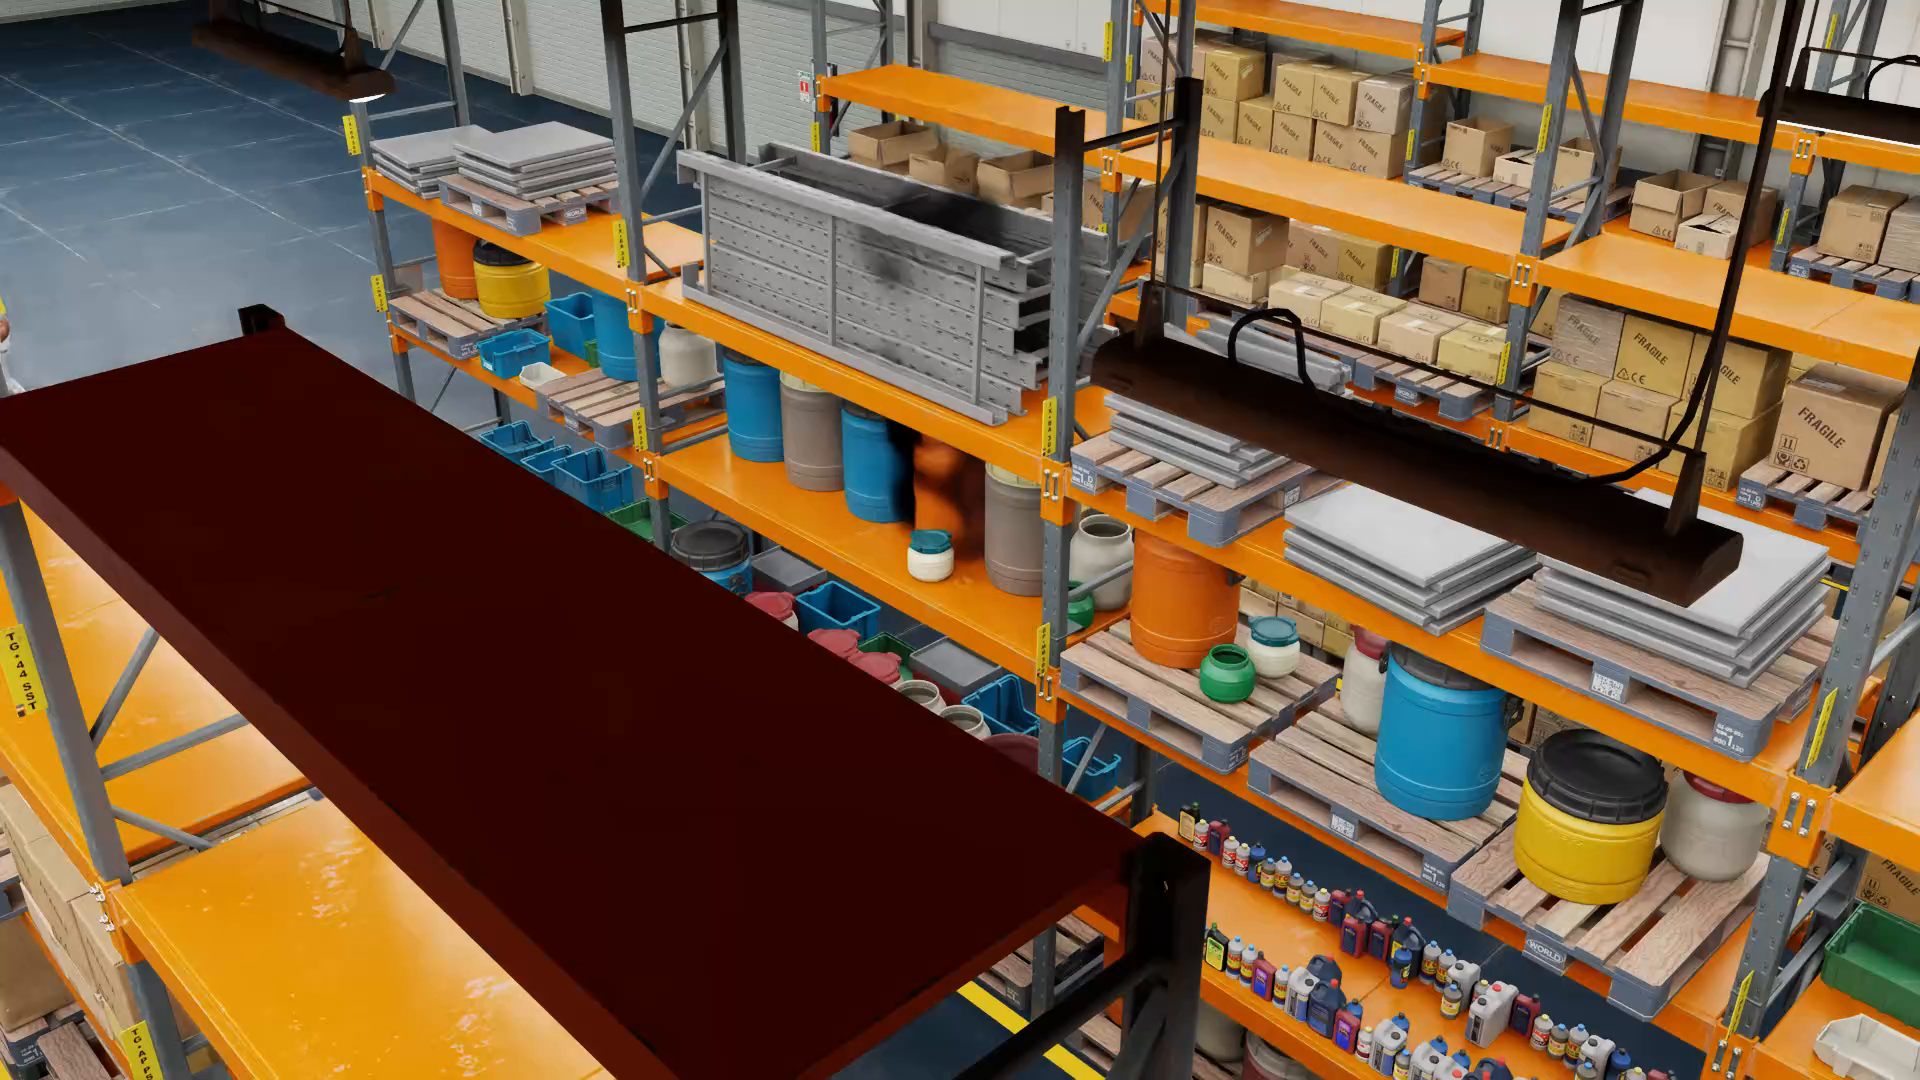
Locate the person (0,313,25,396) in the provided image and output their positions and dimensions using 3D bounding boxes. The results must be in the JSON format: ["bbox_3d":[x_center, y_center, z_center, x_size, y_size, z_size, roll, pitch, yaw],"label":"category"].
[{"bbox_3d":[-11.149,-2.195,19.071,0.614,1.743,0.612,-13,31,-23],"label":"person"}]
